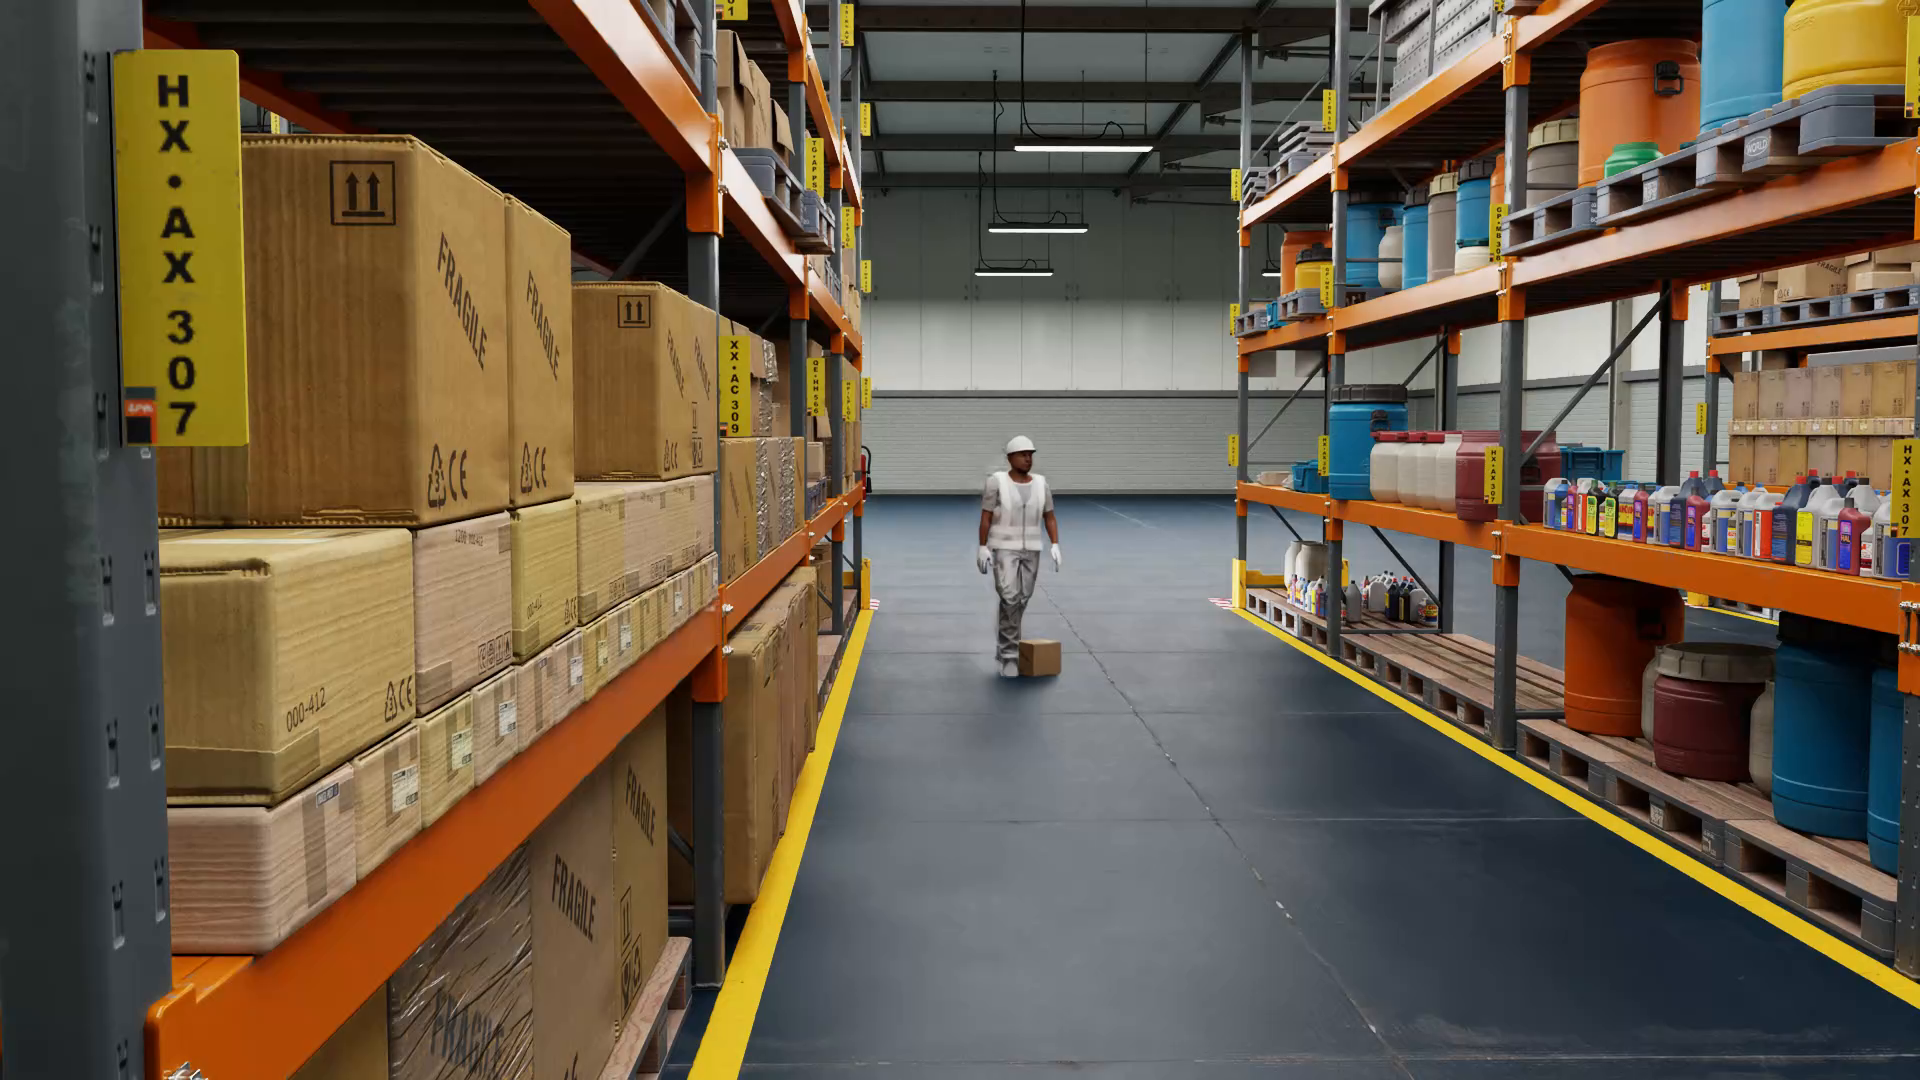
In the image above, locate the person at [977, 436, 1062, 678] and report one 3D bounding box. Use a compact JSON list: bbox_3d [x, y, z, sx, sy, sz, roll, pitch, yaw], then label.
[{"bbox_3d":[0.463,0.122,12.722,0.592,1.831,0.649,-2,4,-23],"label":"person"}]
